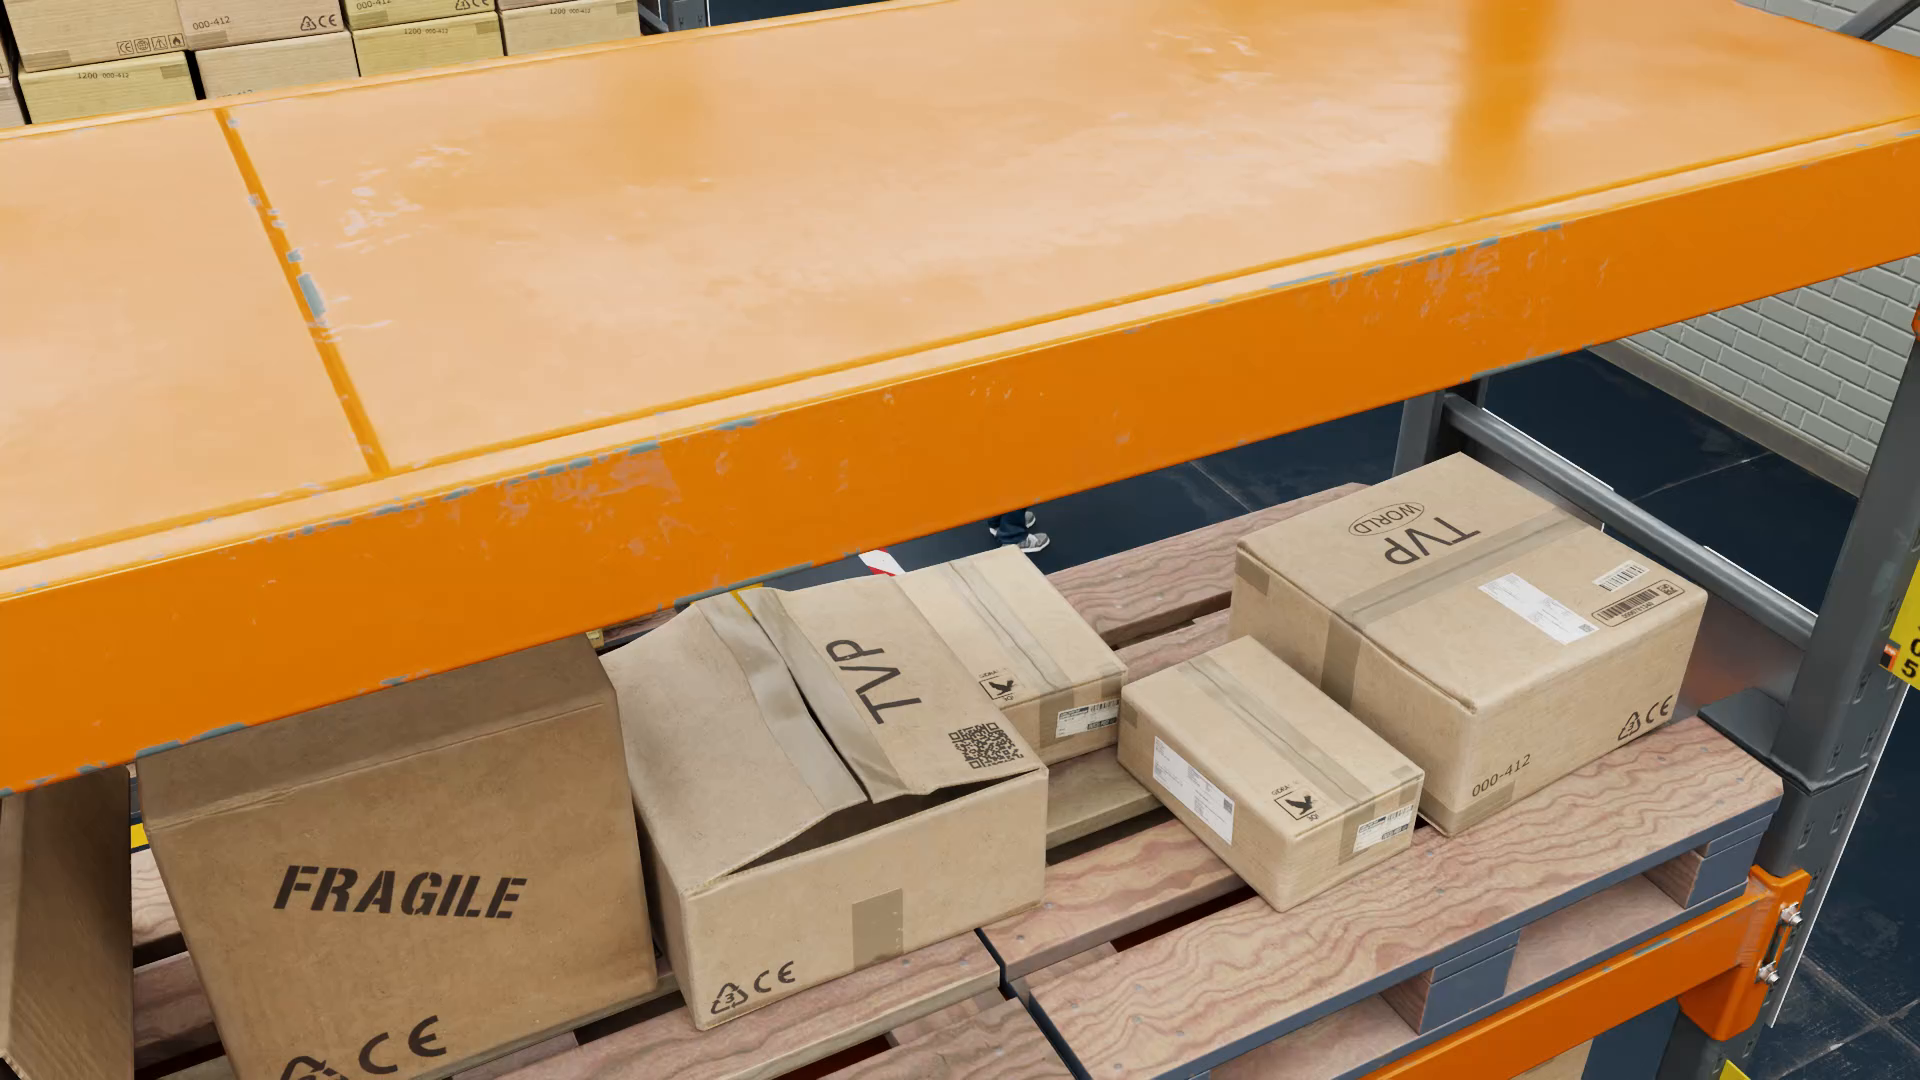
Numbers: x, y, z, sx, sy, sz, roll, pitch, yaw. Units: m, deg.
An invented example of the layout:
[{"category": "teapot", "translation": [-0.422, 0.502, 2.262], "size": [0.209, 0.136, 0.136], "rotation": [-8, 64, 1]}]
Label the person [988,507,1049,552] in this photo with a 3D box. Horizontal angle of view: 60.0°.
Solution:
[{"category": "person", "translation": [0.333, -0.683, 8.188], "size": [0.499, 1.590, 0.404], "rotation": [-16, 37, -22]}]
